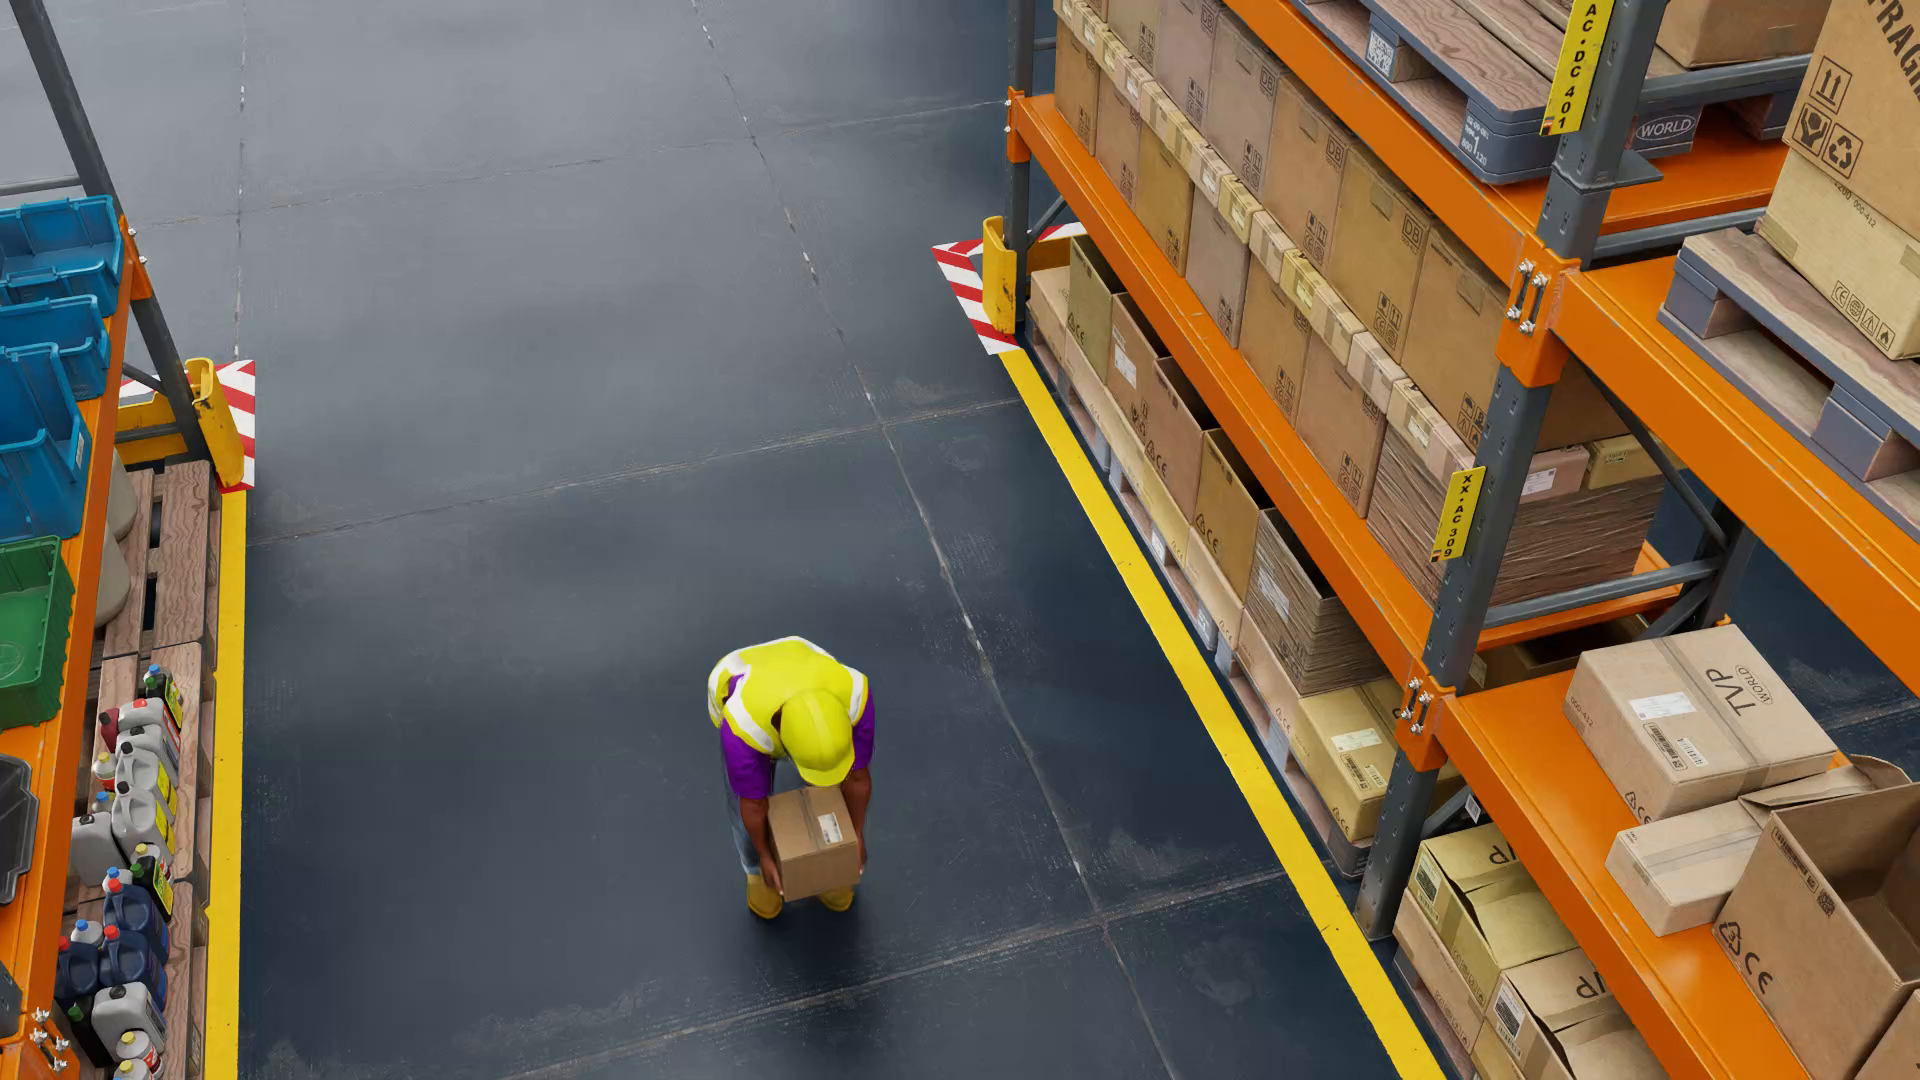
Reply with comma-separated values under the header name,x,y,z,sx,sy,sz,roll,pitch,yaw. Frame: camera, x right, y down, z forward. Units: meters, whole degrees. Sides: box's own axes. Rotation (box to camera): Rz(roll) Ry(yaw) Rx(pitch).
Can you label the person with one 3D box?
name,x,y,z,sx,sy,sz,roll,pitch,yaw
person,-0.522,0.806,5.478,0.488,1.453,0.857,-13,44,-14
